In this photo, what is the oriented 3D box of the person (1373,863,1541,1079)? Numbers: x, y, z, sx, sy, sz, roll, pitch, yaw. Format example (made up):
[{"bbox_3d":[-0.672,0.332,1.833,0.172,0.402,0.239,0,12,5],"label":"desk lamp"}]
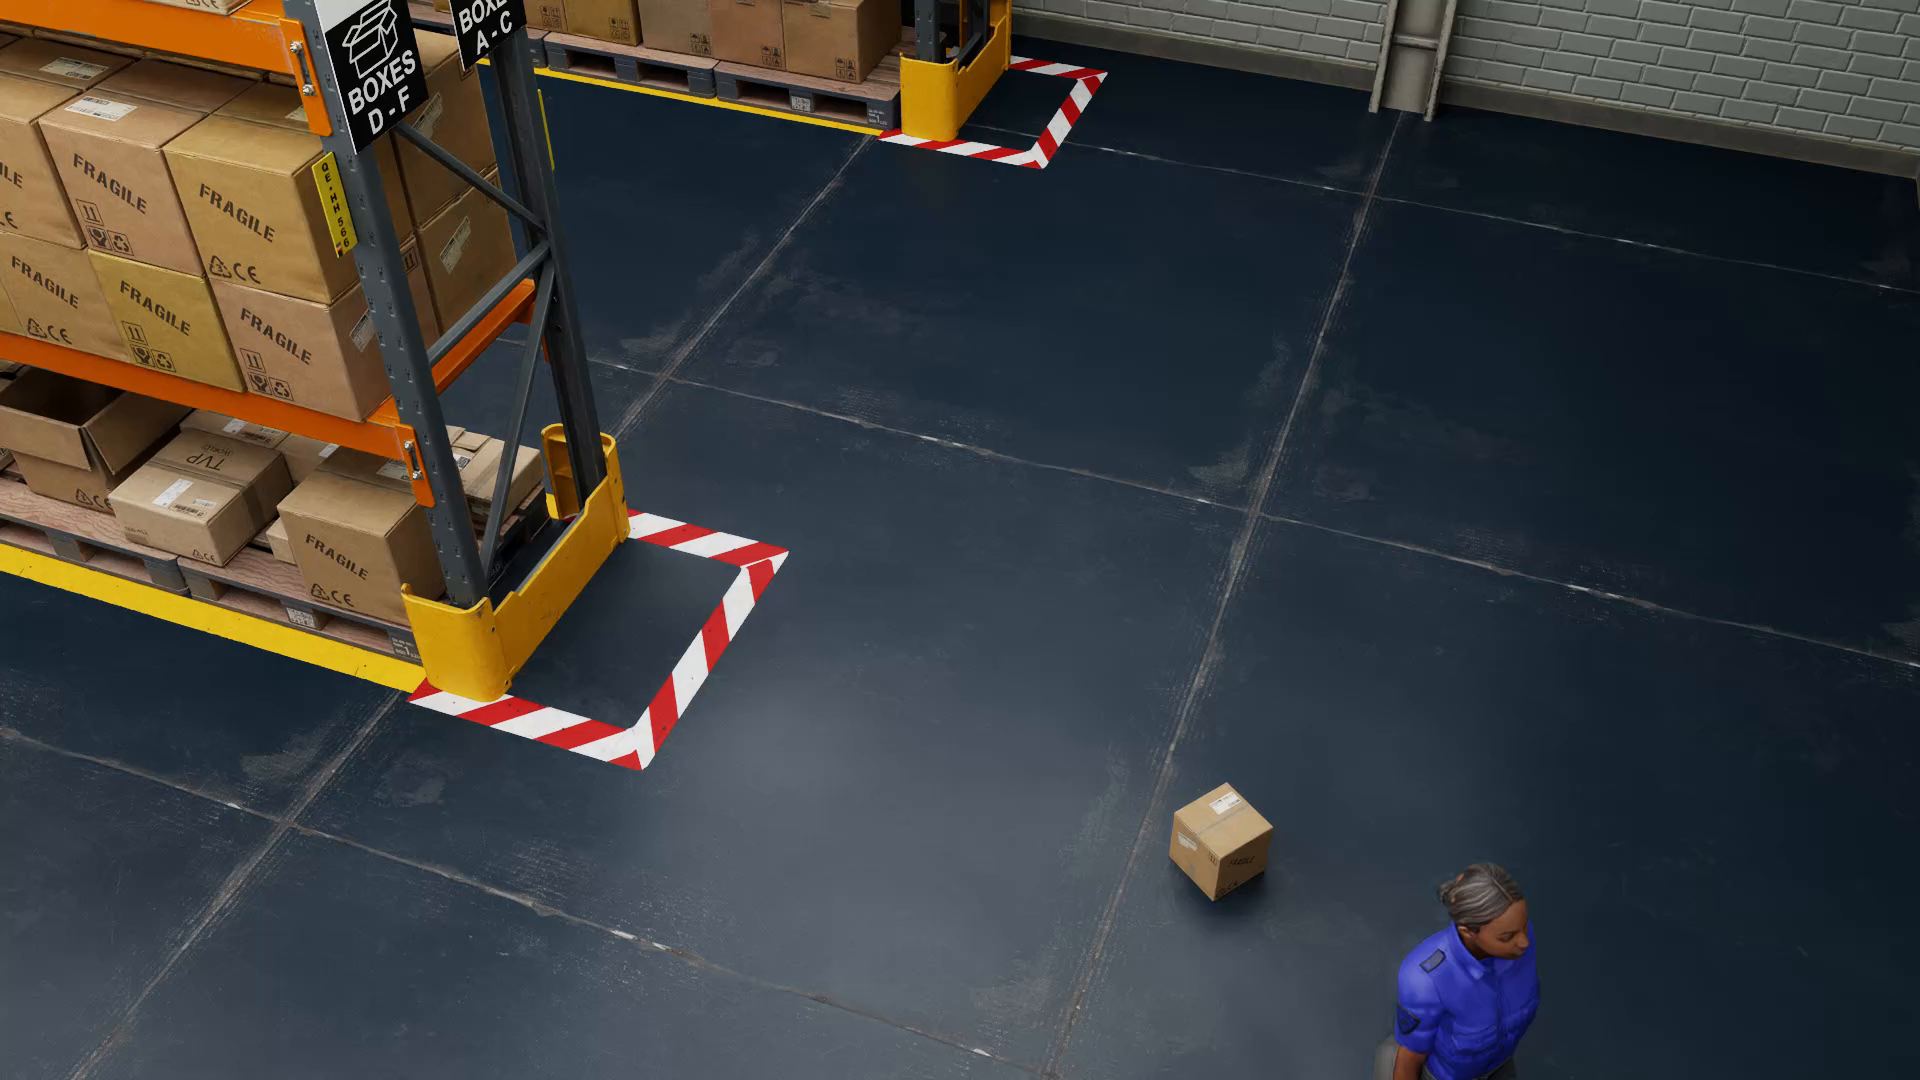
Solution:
[{"bbox_3d":[1.336,1.476,4.489,0.452,1.664,0.430,-19,45,-20],"label":"person"}]
